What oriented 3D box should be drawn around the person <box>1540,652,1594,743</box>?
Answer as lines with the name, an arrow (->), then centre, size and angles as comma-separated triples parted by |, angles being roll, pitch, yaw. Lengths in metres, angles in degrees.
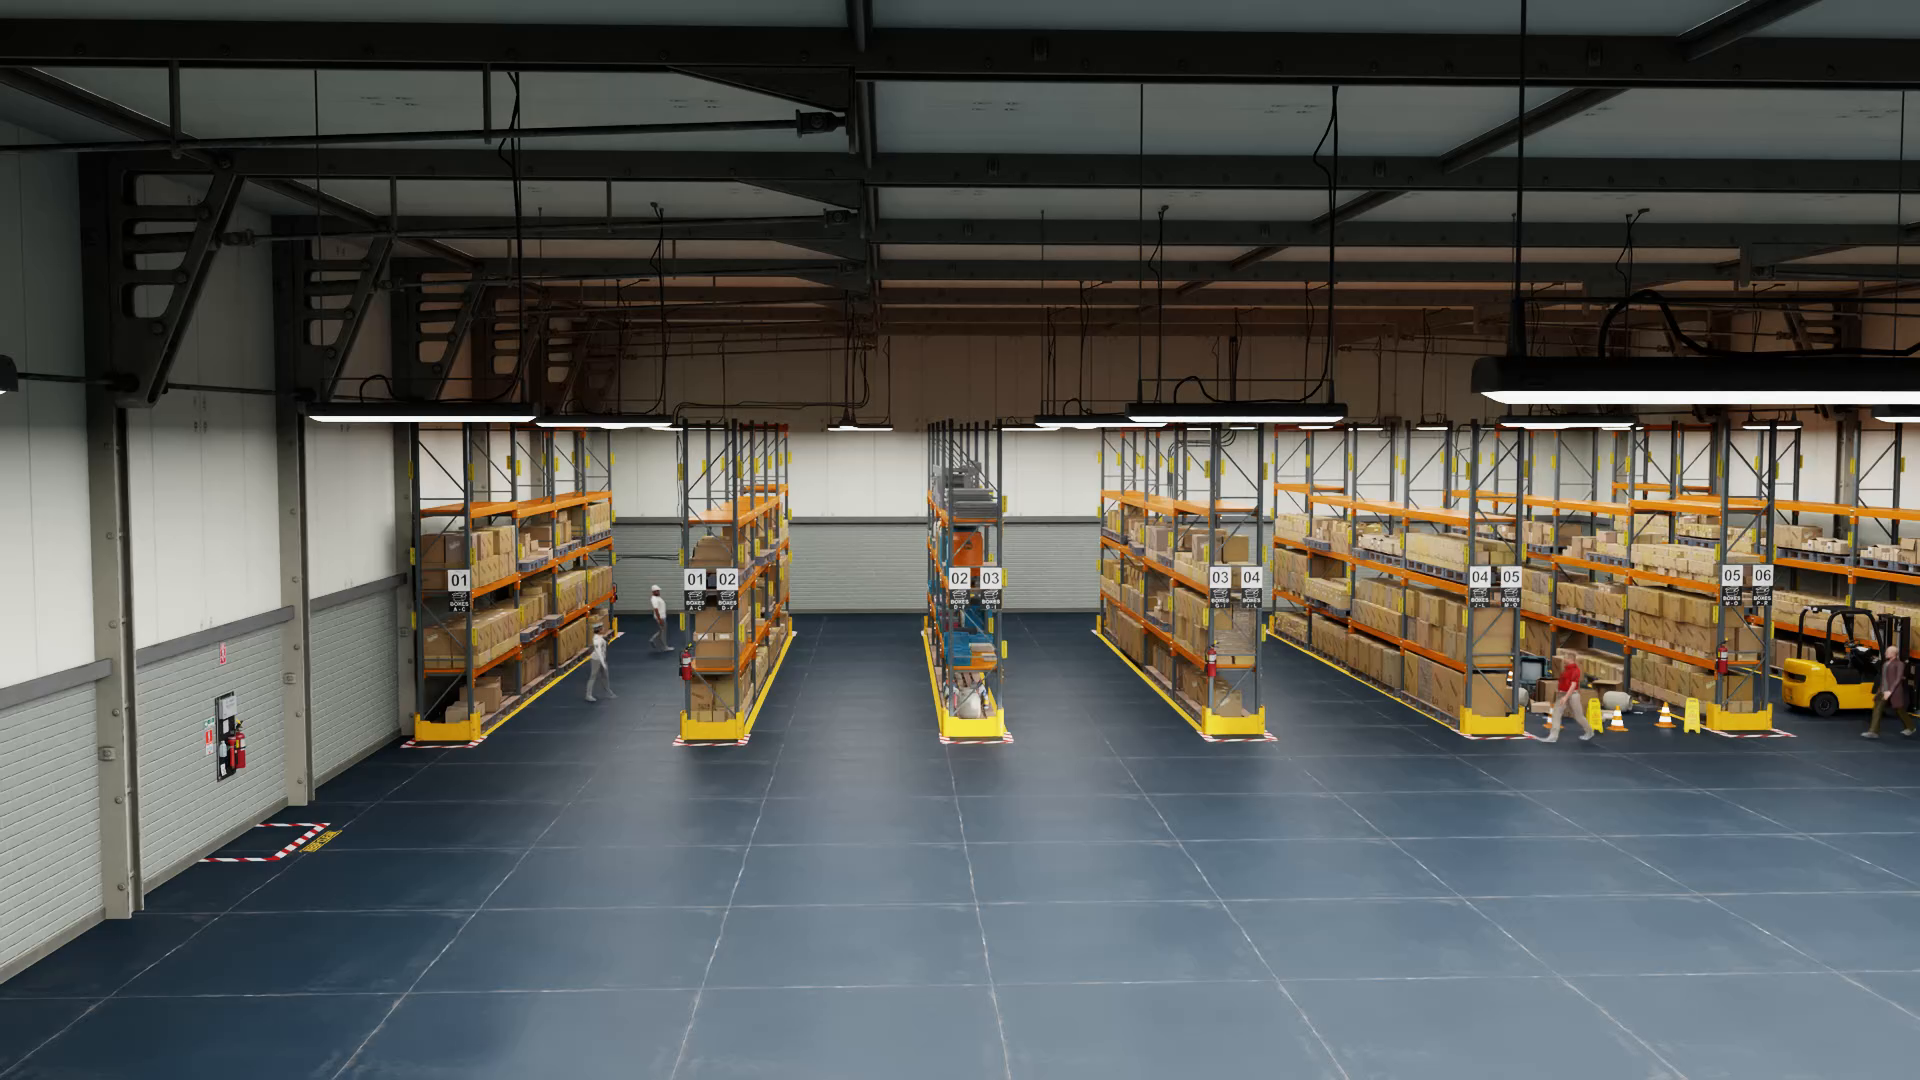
person -> 11.250, 2.910, 30.679 | 1.052, 1.688, 0.471 | -2, 4, -27

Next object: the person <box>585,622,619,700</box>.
person -> -7.717, 2.602, 35.751 | 0.594, 1.685, 0.639 | 0, 4, 6

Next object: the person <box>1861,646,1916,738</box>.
person -> 17.459, 2.856, 31.170 | 1.151, 1.737, 0.533 | -2, 4, -24

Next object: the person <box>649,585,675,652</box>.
person -> -7.815, 2.053, 43.624 | 0.640, 1.750, 0.603 | -1, 4, -17
